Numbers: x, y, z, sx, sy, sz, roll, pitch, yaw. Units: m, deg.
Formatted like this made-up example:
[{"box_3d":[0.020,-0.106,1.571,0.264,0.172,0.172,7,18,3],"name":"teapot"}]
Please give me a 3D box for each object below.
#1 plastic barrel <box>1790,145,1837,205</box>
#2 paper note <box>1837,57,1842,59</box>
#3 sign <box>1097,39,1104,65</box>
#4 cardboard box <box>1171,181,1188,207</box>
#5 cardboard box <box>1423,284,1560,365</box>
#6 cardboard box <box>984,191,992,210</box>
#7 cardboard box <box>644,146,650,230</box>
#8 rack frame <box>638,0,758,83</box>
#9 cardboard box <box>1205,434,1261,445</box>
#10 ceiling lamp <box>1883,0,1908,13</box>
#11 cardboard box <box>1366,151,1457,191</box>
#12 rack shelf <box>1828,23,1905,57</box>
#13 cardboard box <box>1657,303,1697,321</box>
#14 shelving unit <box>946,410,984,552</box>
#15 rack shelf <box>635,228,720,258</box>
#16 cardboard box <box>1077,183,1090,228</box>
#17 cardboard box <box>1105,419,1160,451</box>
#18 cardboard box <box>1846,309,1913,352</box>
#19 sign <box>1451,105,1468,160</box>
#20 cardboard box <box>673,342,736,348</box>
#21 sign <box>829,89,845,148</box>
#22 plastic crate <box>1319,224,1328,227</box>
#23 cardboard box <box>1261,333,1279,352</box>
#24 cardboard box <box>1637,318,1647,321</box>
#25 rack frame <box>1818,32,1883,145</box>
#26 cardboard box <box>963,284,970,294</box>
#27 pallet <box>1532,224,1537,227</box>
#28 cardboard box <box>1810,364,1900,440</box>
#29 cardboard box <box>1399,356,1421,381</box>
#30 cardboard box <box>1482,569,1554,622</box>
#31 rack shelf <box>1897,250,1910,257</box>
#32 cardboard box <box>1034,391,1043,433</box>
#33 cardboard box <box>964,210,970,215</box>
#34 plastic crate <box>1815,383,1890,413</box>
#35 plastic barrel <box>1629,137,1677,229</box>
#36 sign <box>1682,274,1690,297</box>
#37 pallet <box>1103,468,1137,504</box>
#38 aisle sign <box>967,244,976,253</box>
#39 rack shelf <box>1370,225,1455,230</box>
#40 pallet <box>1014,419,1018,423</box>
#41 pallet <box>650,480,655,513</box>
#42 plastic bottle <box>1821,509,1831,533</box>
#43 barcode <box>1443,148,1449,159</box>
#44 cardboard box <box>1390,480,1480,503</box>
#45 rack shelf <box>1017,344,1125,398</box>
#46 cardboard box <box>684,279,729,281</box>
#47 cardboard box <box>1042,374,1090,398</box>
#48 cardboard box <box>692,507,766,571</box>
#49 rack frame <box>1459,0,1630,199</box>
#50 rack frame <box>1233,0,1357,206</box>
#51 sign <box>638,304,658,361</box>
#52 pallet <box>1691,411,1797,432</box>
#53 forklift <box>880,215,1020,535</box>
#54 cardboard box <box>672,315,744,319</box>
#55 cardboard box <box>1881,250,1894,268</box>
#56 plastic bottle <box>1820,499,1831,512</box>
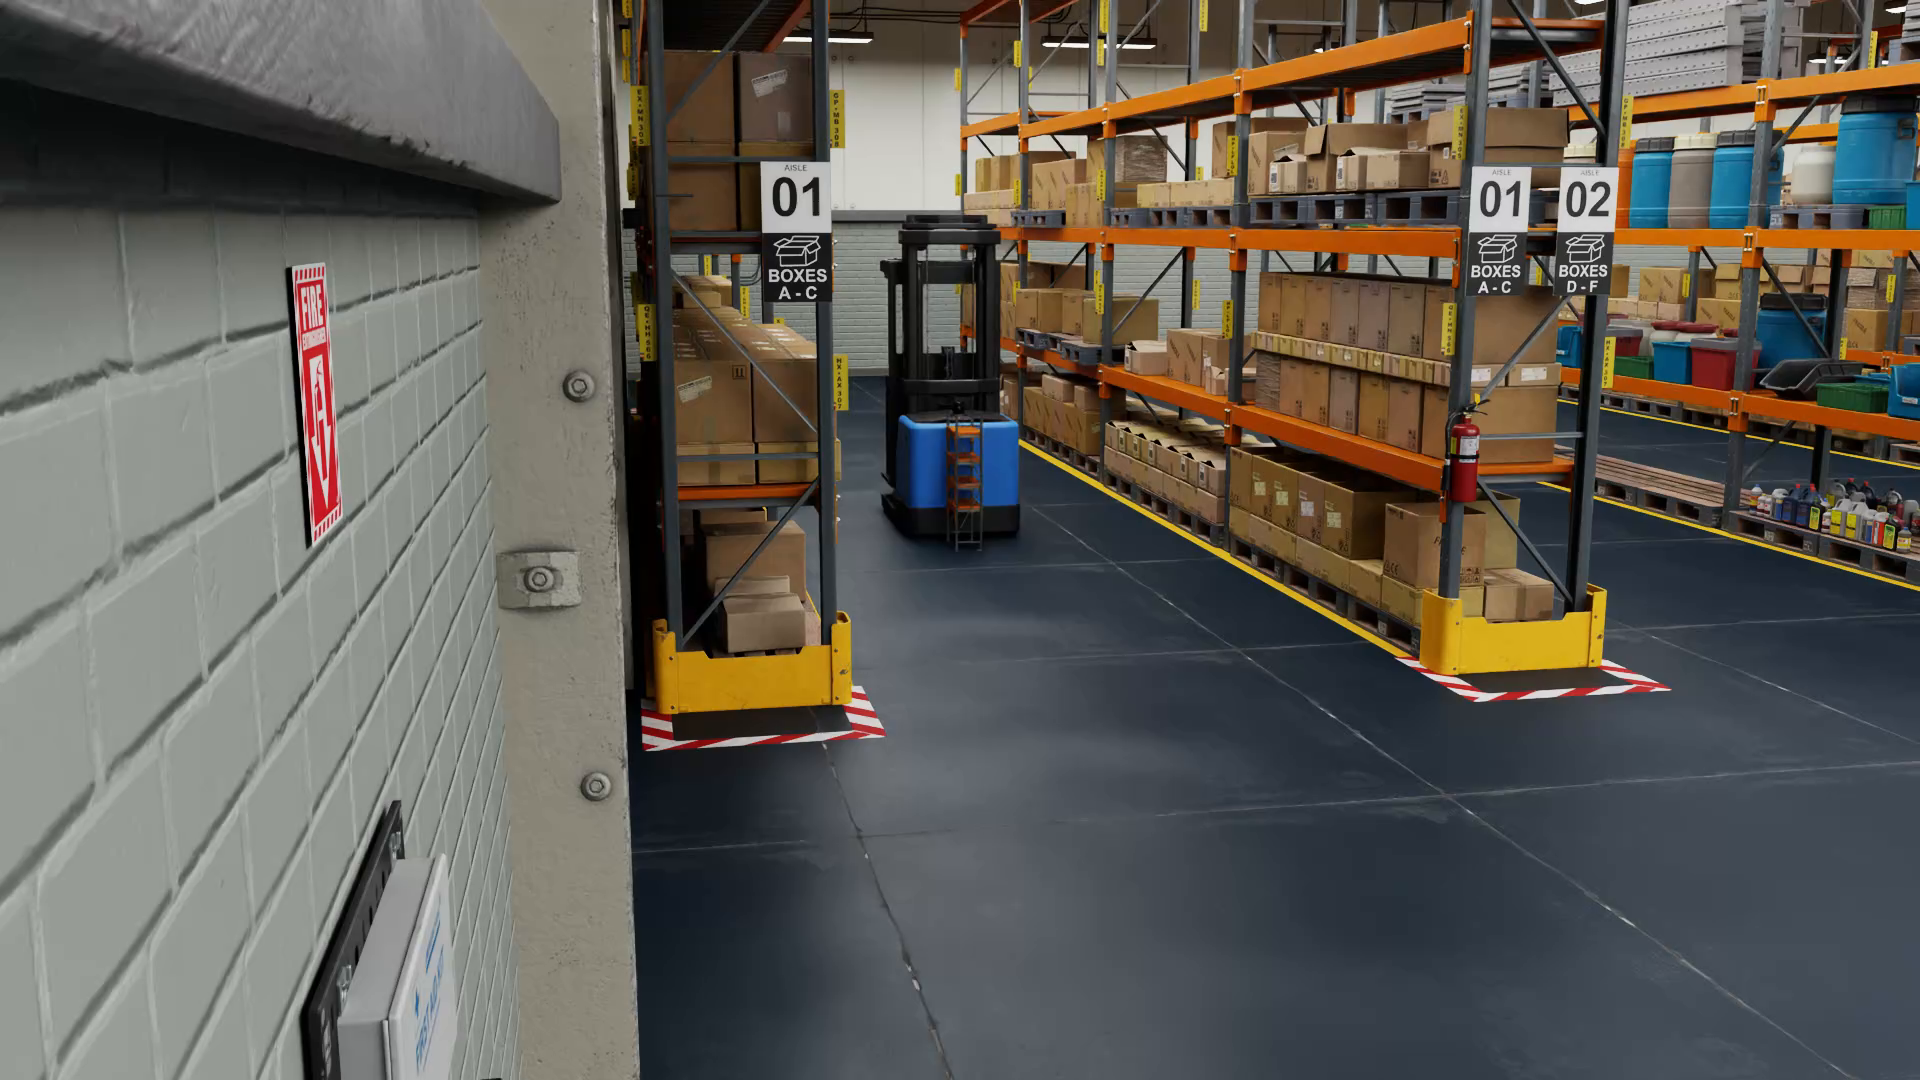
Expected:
[{"box_3d":[7.592,-3.222,14.710,0.421,0.512,0.421,0,11,0],"name":"plastic barrel"},{"box_3d":[14.672,-8.041,27.733,0.001,0.032,0.123,-2,11,-11],"name":"paper note"},{"box_3d":[1.829,-6.366,21.708,0.100,0.325,0.005,-2,11,-11],"name":"sign"},{"box_3d":[2.427,-3.452,16.617,0.500,0.250,0.500,-2,11,-12],"name":"cardboard box"},{"box_3d":[3.531,-1.442,11.068,0.700,0.500,0.500,-2,11,-11],"name":"cardboard box"},{"box_3d":[0.639,-4.861,23.809,0.500,0.250,0.500,-2,11,-11],"name":"cardboard box"},{"box_3d":[-1.686,-2.168,10.277,0.500,0.500,0.500,-2,11,-11],"name":"cardboard box"},{"box_3d":[-2.017,-4.160,13.039,1.000,3.000,0.127,-2,11,-11],"name":"rack frame"},{"box_3d":[2.705,-0.892,16.643,0.500,0.311,0.500,-2,11,-9],"name":"cardboard box"},{"box_3d":[13.869,-8.982,22.764,0.800,3.185,2.000,-2,11,-11],"name":"ceiling lamp"},{"box_3d":[3.137,-2.537,11.436,0.500,0.250,0.500,-2,11,-11],"name":"cardboard box"},{"box_3d":[15.499,-7.976,26.121,1.077,0.370,4.000,-2,11,-11],"name":"rack shelf"},{"box_3d":[10.660,-3.364,24.510,0.500,0.250,0.500,-2,11,-12],"name":"cardboard box"},{"box_3d":[0.041,-0.535,14.849,0.258,1.200,0.503,-2,11,-9],"name":"shelving unit"},{"box_3d":[-3.184,-3.433,19.169,1.077,0.370,4.000,-2,11,-11],"name":"rack shelf"},{"box_3d":[1.846,-3.822,19.020,0.910,0.500,0.500,-2,11,-11],"name":"cardboard box"},{"box_3d":[1.877,-1.152,18.009,0.500,0.311,0.500,-2,11,-9],"name":"cardboard box"},{"box_3d":[11.442,-2.618,20.713,0.500,0.500,0.500,-2,11,-9],"name":"cardboard box"},{"box_3d":[3.084,-2.513,10.250,0.100,0.325,0.005,-2,11,-11],"name":"sign"},{"box_3d":[-1.732,-1.050,11.086,0.500,0.500,0.500,-2,11,-13],"name":"cardboard box"},{"box_3d":[-0.707,-2.402,9.487,0.100,0.325,0.005,-2,11,-11],"name":"sign"},{"box_3d":[5.495,-4.772,24.592,0.437,0.282,0.530,-2,11,-11],"name":"plastic crate"},{"box_3d":[2.753,-1.659,13.942,0.380,0.149,0.250,-2,11,-10],"name":"cardboard box"},{"box_3d":[10.473,-3.283,25.146,0.380,0.149,0.250,-2,11,-10],"name":"cardboard box"},{"box_3d":[15.110,-7.063,28.292,1.000,3.000,0.127,-2,11,-11],"name":"rack frame"},{"box_3d":[0.335,-4.044,25.533,0.500,0.500,0.500,-2,11,-9],"name":"cardboard box"},{"box_3d":[6.870,-3.831,19.840,1.003,0.211,1.213,-2,11,-11],"name":"pallet"},{"box_3d":[11.667,-1.777,21.122,1.225,0.875,0.875,-3,11,-14],"name":"cardboard box"},{"box_3d":[3.256,-1.186,11.456,0.380,0.149,0.250,-2,11,-12],"name":"cardboard box"},{"box_3d":[3.733,0.378,11.473,0.500,0.250,0.500,-2,11,-11],"name":"cardboard box"},{"box_3d":[12.170,-3.240,18.153,1.077,0.370,4.000,-2,11,-11],"name":"rack shelf"},{"box_3d":[1.255,-1.654,21.427,0.500,0.500,0.500,-2,11,-10],"name":"cardboard box"},{"box_3d":[0.358,-4.891,25.303,0.500,0.250,0.500,-2,11,-11],"name":"cardboard box"},{"box_3d":[7.688,-1.210,14.151,0.450,0.188,0.662,-2,11,-11],"name":"plastic crate"},{"box_3d":[7.135,-3.618,16.875,0.600,0.901,0.708,-2,11,-11],"name":"plastic barrel"},{"box_3d":[10.459,-3.664,23.952,0.100,0.325,0.005,-2,11,-11],"name":"sign"},{"box_3d":[2.185,-0.605,17.865,1.003,0.211,1.213,-2,11,-11],"name":"pallet"},{"box_3d":[0.206,-4.874,25.880,0.394,0.787,0.004,-2,11,-11],"name":"aisle sign"},{"box_3d":[6.534,-3.794,21.061,1.077,0.370,4.000,-2,11,-11],"name":"rack shelf"},{"box_3d":[1.153,-1.617,23.182,1.003,0.211,1.213,-2,11,-11],"name":"pallet"},{"box_3d":[-2.644,-0.433,16.962,1.003,0.211,1.213,-2,11,-11],"name":"pallet"},{"box_3d":[7.520,-0.164,14.397,0.097,0.201,0.097,0,11,0],"name":"plastic bottle"},{"box_3d":[3.088,-2.457,10.560,0.001,0.075,0.075,-2,11,-11],"name":"barcode"},{"box_3d":[3.524,-0.173,12.364,0.500,0.500,0.500,-2,11,-11],"name":"cardboard box"},{"box_3d":[1.674,-2.141,20.399,1.077,0.370,4.000,-2,11,-11],"name":"rack shelf"},{"box_3d":[-2.942,-2.896,19.322,0.500,0.250,0.500,-2,11,-12],"name":"cardboard box"},{"box_3d":[1.335,-1.937,20.905,0.500,0.250,0.500,-2,11,-11],"name":"cardboard box"},{"box_3d":[-1.776,-0.012,12.800,0.500,0.500,0.500,-3,11,-15],"name":"cardboard box"},{"box_3d":[3.619,-3.607,10.135,1.000,3.000,0.127,-2,11,-11],"name":"rack frame"},{"box_3d":[2.841,-4.341,13.989,1.000,3.000,0.127,-2,11,-11],"name":"rack frame"},{"box_3d":[-1.787,-1.187,9.521,0.100,0.325,0.005,-2,11,-11],"name":"sign"},{"box_3d":[11.227,-1.712,23.680,1.003,0.211,1.213,-2,11,-11],"name":"pallet"},{"box_3d":[-0.192,-1.715,16.422,1.130,2.935,3.031,-2,11,-9],"name":"forklift"},{"box_3d":[-2.343,-1.795,15.215,0.700,0.500,0.500,-1,11,-3],"name":"cardboard box"},{"box_3d":[15.223,-4.429,26.758,0.500,0.500,0.500,-2,11,-13],"name":"cardboard box"},{"box_3d":[7.553,-0.226,14.533,0.097,0.271,0.097,0,11,0],"name":"plastic bottle"}]
